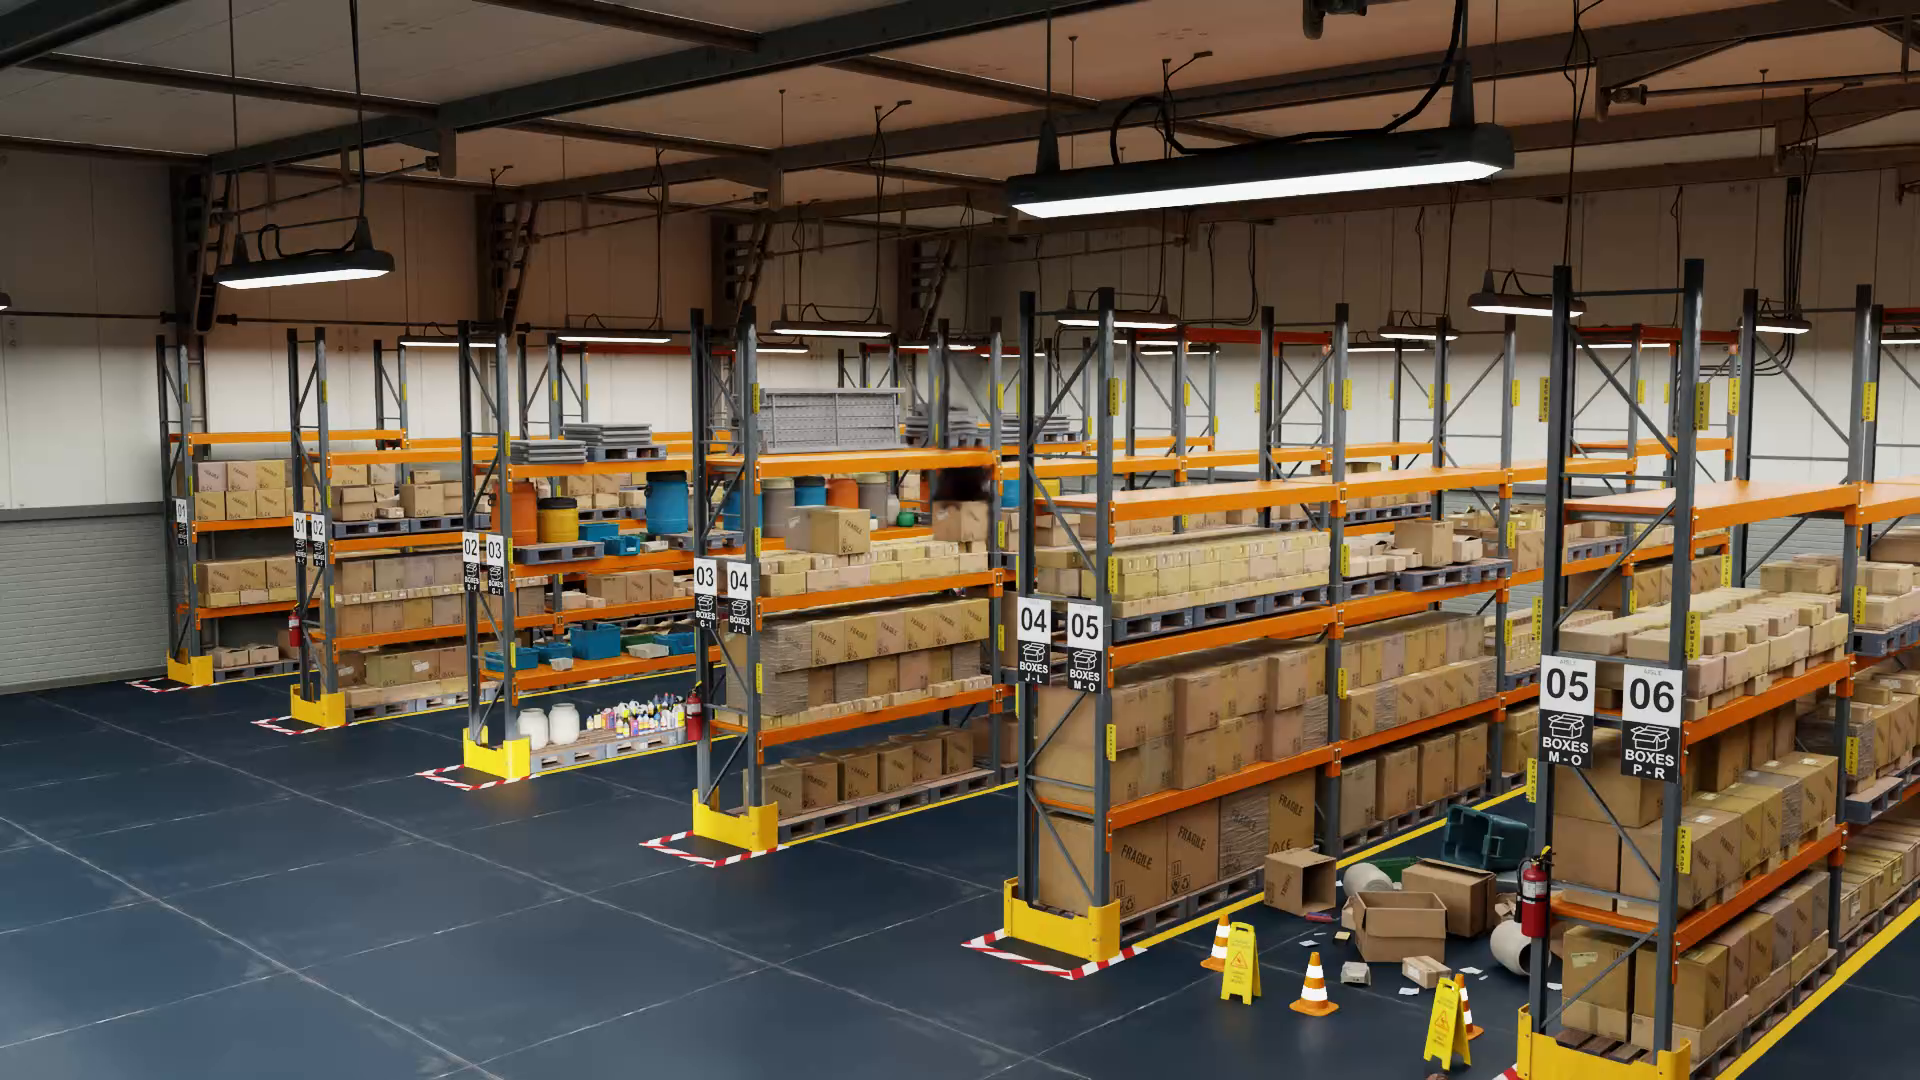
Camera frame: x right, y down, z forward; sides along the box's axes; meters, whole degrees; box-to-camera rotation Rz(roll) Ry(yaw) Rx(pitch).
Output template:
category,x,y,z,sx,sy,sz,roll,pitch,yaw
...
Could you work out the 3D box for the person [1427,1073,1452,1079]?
category,x,y,z,sx,sy,sz,roll,pitch,yaw
person,2.533,3.556,8.871,0.504,1.541,0.659,2,6,18
